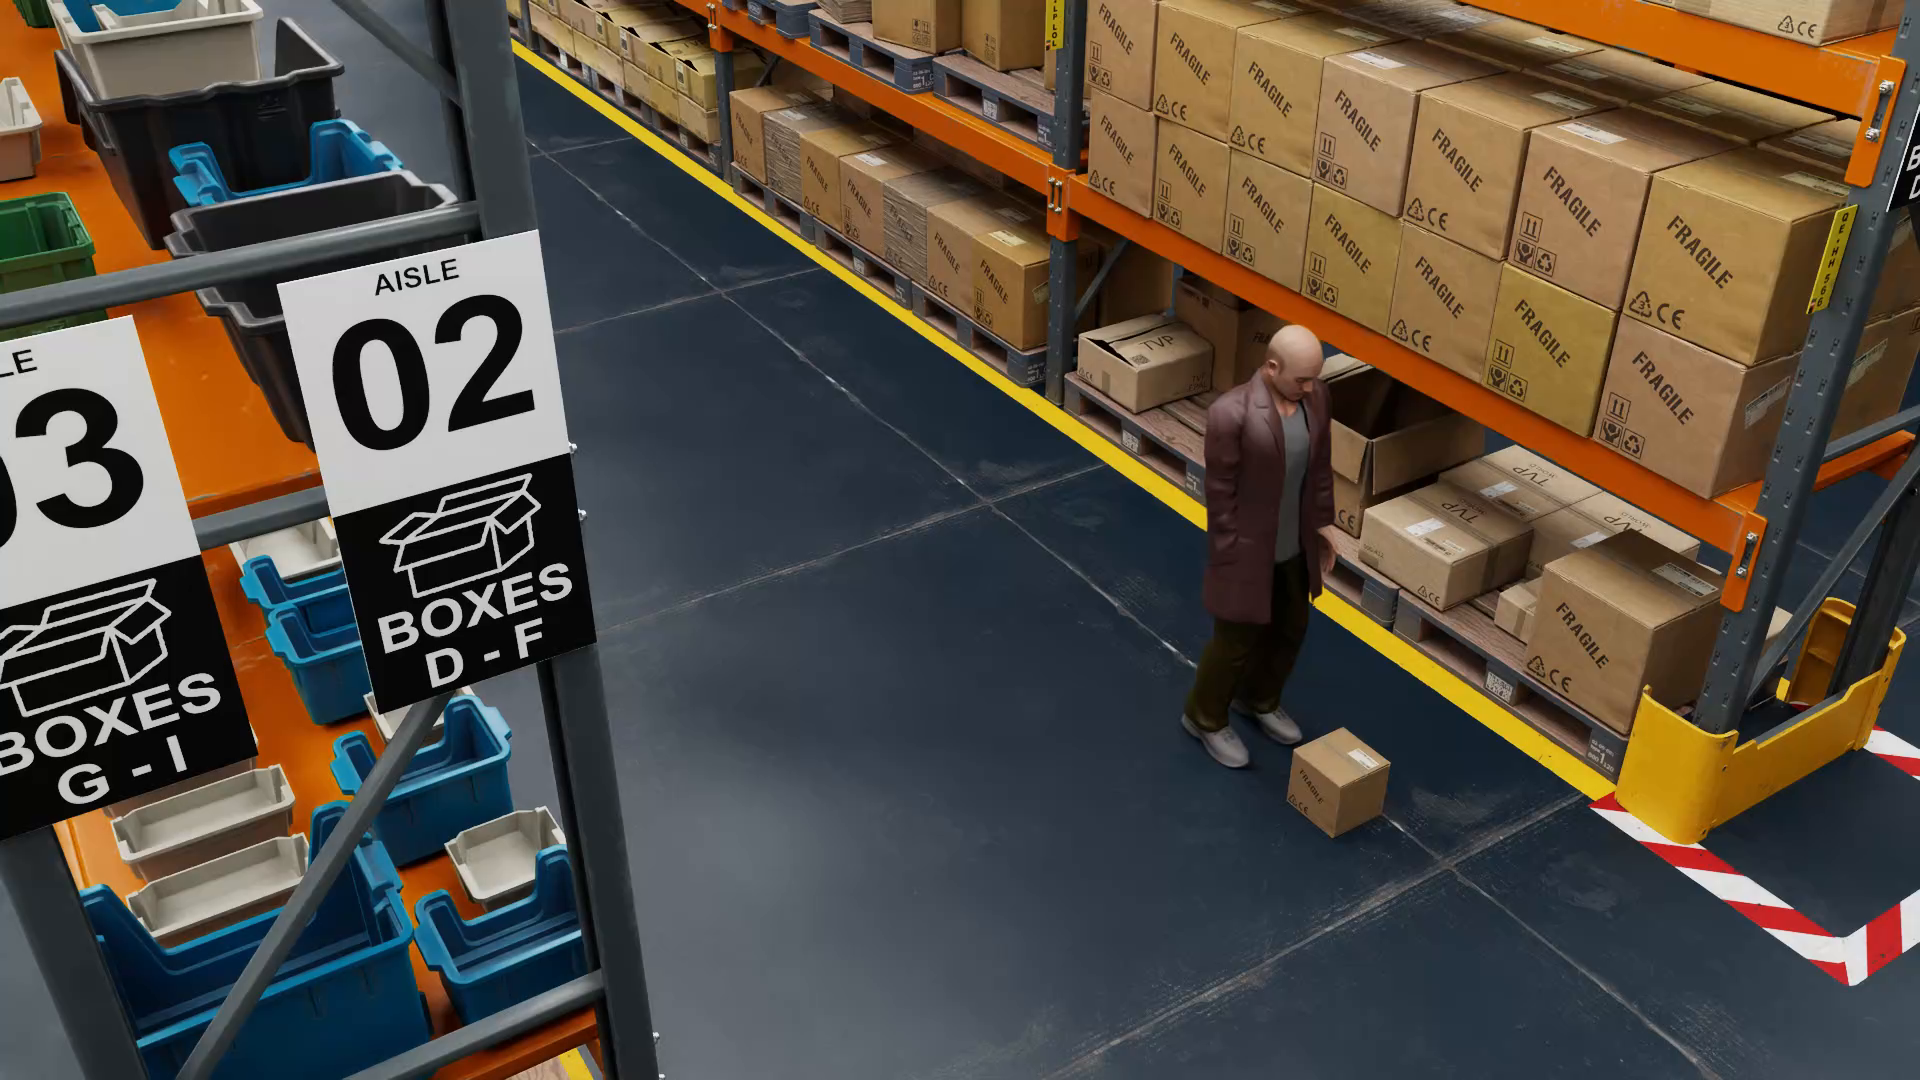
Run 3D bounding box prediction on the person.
[{"bbox_3d":[1.141,0.018,6.143,0.567,1.765,0.378,-18,36,-26],"label":"person"}]
